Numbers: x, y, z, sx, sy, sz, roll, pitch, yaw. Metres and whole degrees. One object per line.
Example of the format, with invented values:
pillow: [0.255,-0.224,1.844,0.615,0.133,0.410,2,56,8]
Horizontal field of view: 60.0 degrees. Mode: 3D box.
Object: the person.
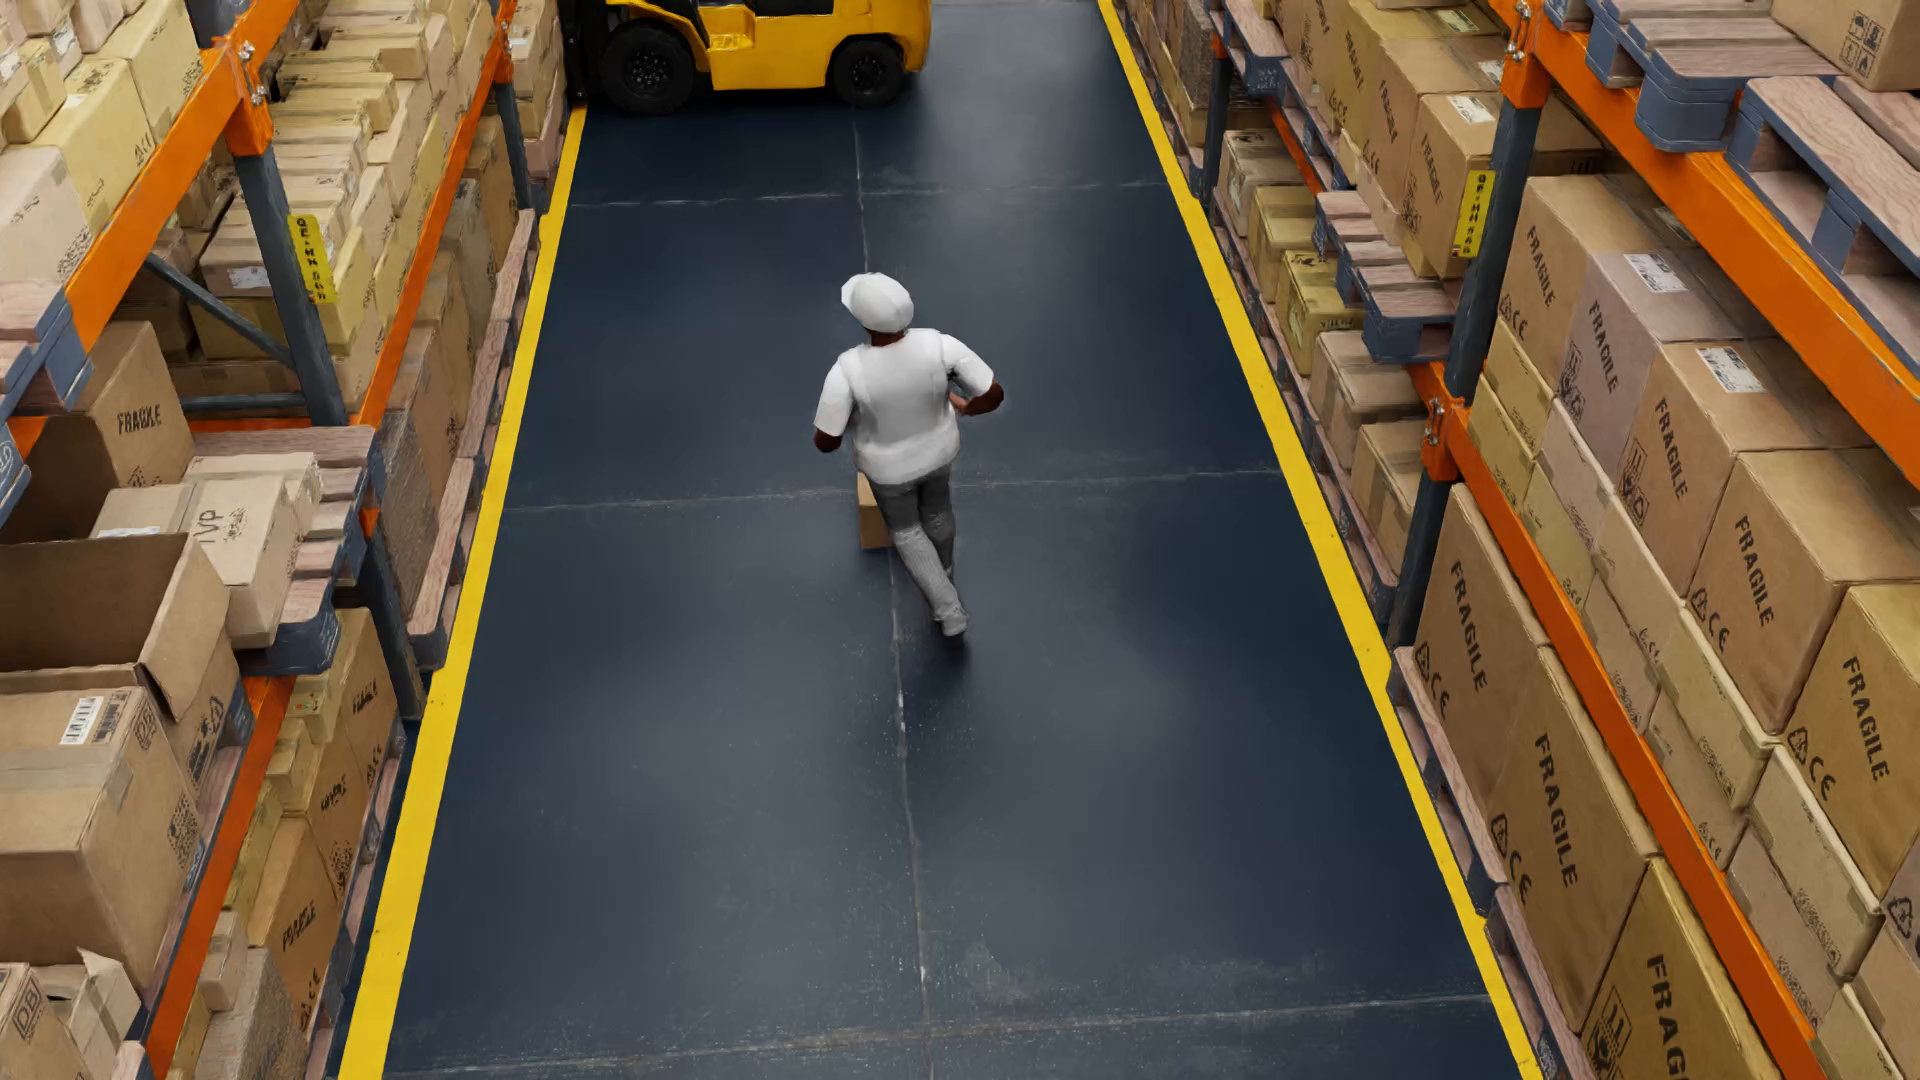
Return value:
person: [-0.258,-0.356,6.577,0.720,1.721,0.767,-15,41,-18]
